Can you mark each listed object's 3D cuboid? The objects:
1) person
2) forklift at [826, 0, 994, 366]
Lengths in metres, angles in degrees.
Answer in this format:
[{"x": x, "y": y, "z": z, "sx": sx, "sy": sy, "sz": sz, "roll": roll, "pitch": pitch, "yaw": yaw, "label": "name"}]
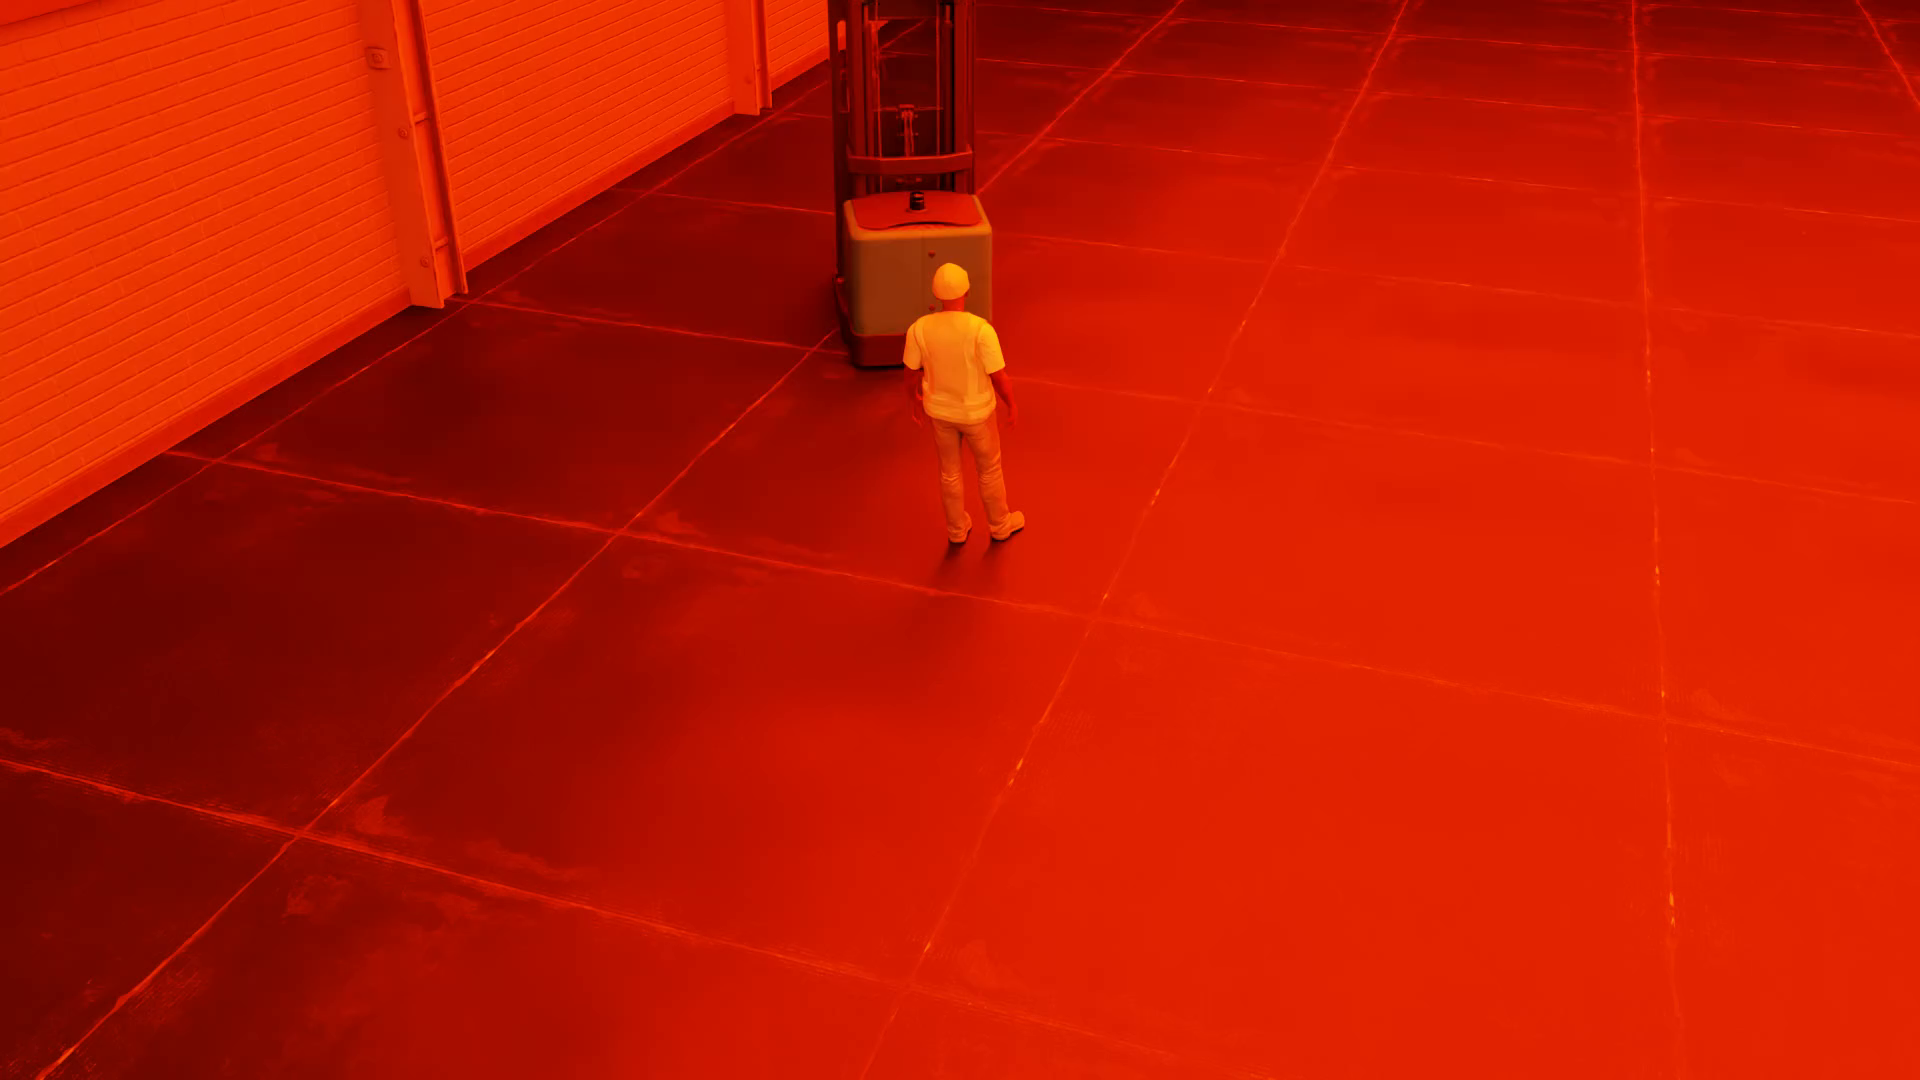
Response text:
[{"x": 0.029, "y": -0.805, "z": 9.710, "sx": 0.665, "sy": 1.765, "sz": 0.577, "roll": 10, "pitch": 31, "yaw": 16, "label": "person"}, {"x": -0.461, "y": -3.254, "z": 12.845, "sx": 1.130, "sy": 2.935, "sz": 3.031, "roll": -4, "pitch": 30, "yaw": -7, "label": "forklift"}]
